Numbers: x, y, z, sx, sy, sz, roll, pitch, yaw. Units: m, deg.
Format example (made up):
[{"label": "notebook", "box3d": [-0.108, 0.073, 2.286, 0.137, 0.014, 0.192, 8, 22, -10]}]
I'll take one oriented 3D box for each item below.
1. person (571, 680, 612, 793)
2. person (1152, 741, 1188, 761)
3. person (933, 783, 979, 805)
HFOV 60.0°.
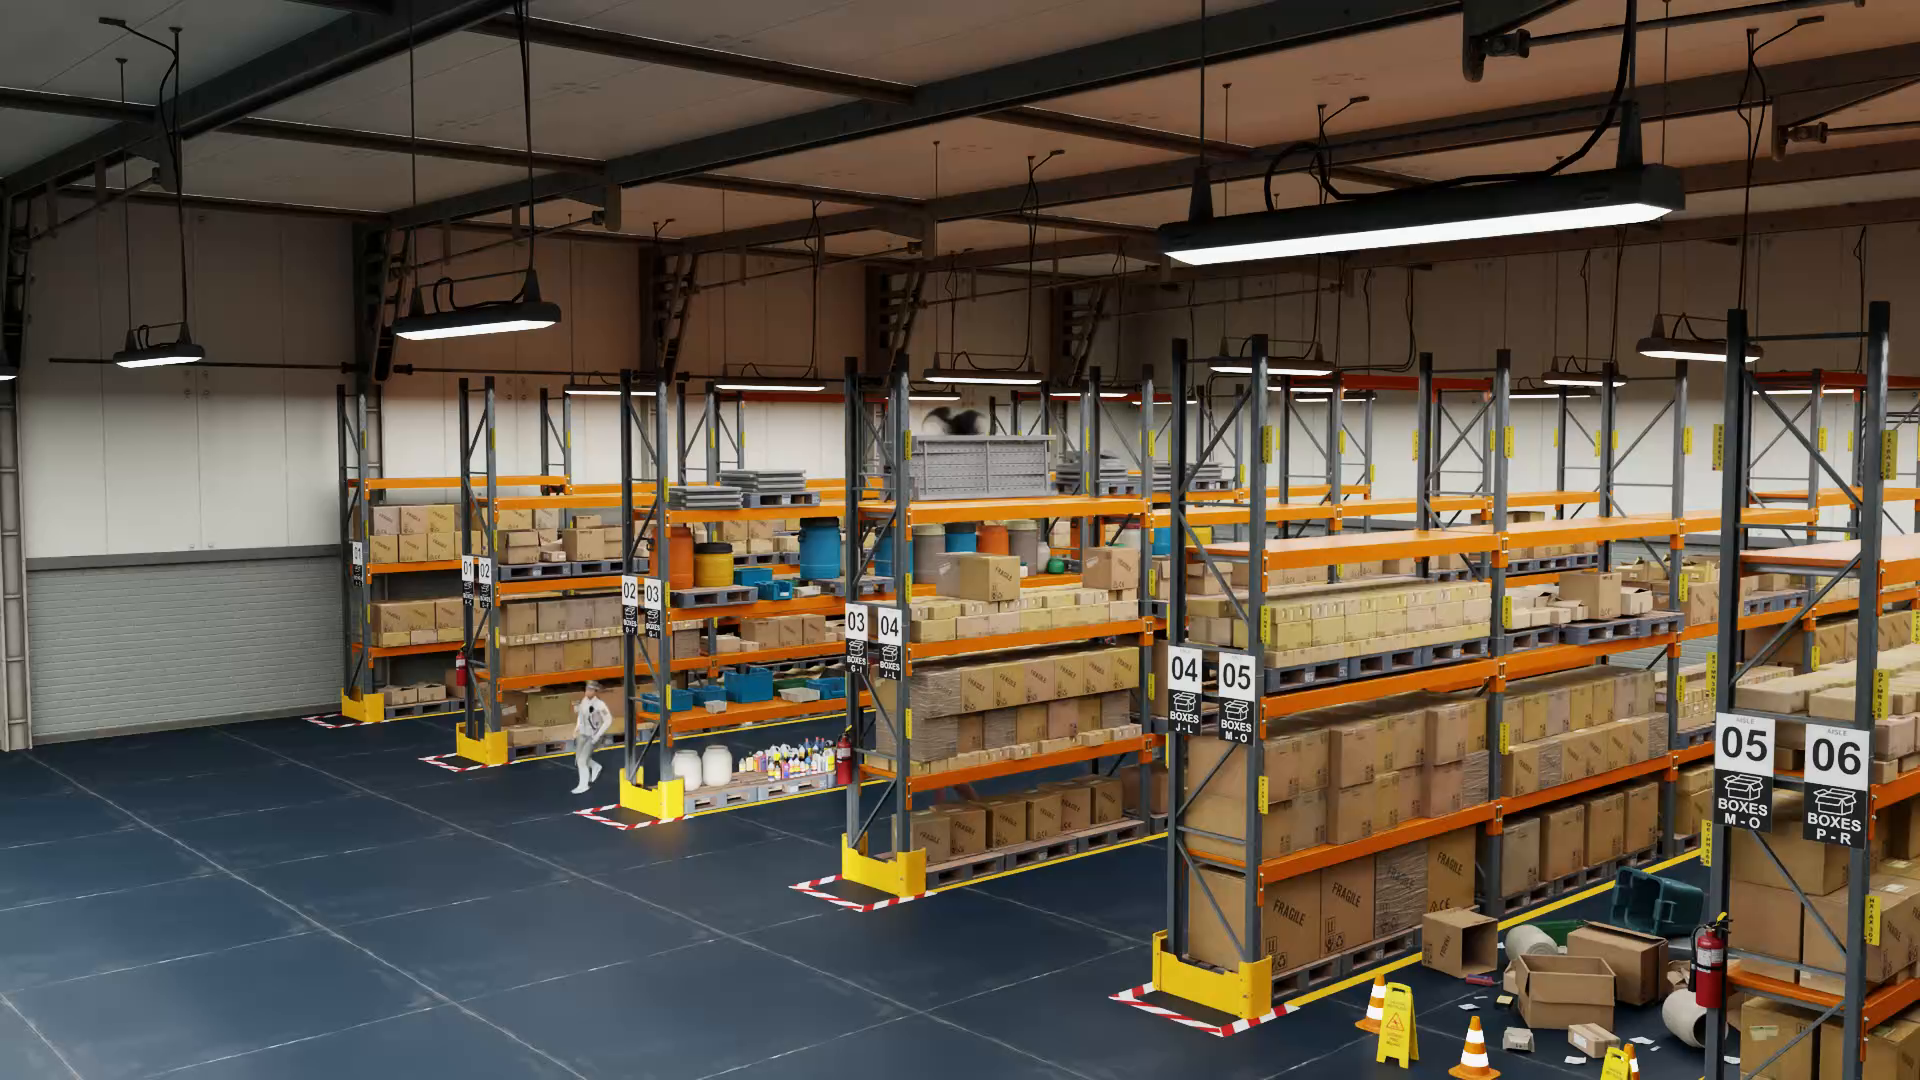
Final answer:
[{"label": "person", "box3d": [-5.209, 2.797, 23.832, 0.657, 1.647, 0.595, 2, 4, 32]}, {"label": "person", "box3d": [3.174, 2.635, 25.569, 0.660, 1.768, 0.996, 4, 5, 44]}, {"label": "person", "box3d": [-0.077, 2.960, 21.977, 0.945, 1.615, 0.616, -3, 5, -35]}]
